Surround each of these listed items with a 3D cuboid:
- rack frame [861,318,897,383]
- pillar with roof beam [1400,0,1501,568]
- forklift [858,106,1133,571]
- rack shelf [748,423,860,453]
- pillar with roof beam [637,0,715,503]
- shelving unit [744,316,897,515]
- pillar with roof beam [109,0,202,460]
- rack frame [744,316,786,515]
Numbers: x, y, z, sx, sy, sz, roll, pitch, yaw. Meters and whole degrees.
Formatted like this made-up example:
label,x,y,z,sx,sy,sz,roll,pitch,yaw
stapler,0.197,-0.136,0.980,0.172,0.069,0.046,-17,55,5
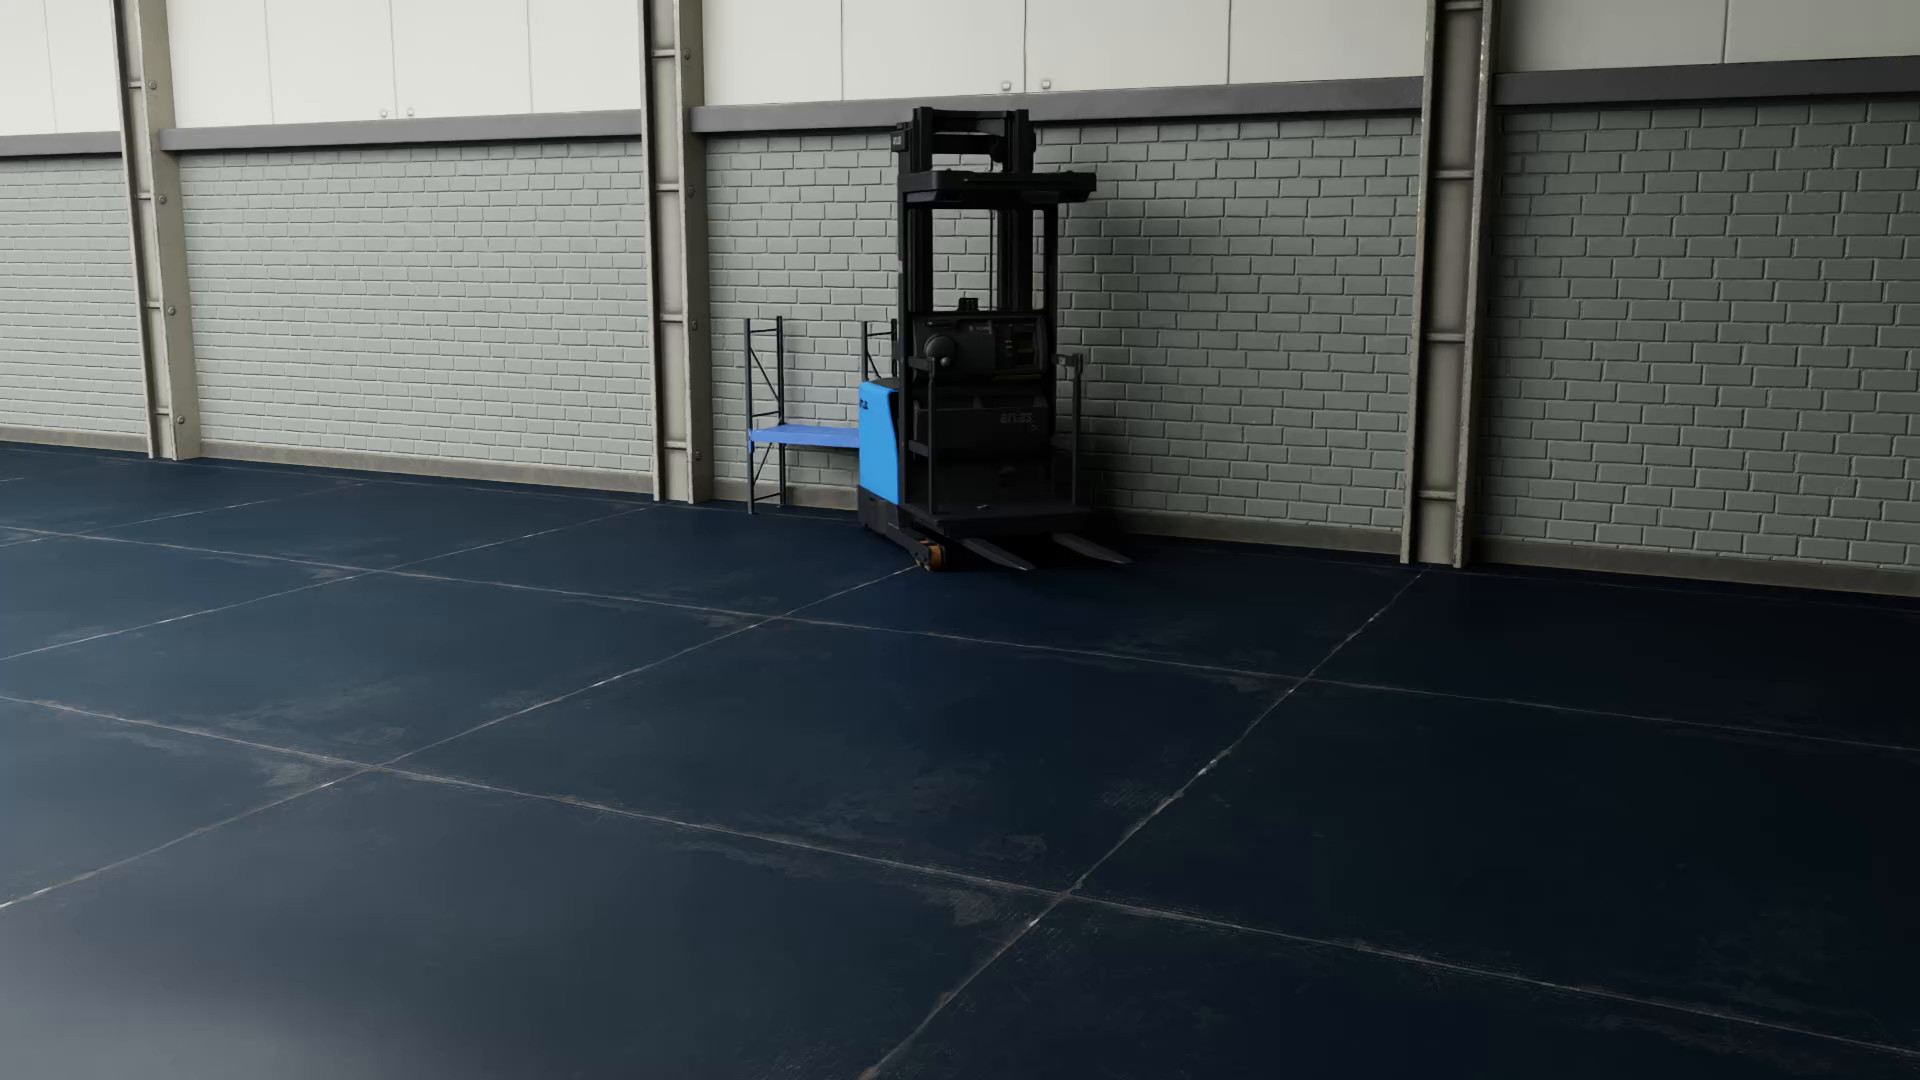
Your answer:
label,x,y,z,sx,sy,sz,roll,pitch,yaw
rack frame,-0.598,-0.894,12.458,0.032,1.500,0.500,5,11,26
pillar with roof beam,1.228,-3.601,6.359,0.400,9.000,9.100,5,11,26
forklift,0.207,-1.326,10.824,1.130,2.935,3.031,-3,11,-19
rack shelf,-1.054,-0.757,12.712,1.000,0.185,0.538,5,11,26
pillar with roof beam,-4.153,-4.074,8.971,0.400,9.000,9.100,5,11,26
shelving unit,-1.054,-0.934,12.680,1.048,1.500,0.538,5,11,26
pillar with roof beam,-9.534,-4.547,11.583,0.400,9.000,9.100,5,11,26
rack frame,-1.510,-0.974,12.902,0.032,1.500,0.500,5,11,26
